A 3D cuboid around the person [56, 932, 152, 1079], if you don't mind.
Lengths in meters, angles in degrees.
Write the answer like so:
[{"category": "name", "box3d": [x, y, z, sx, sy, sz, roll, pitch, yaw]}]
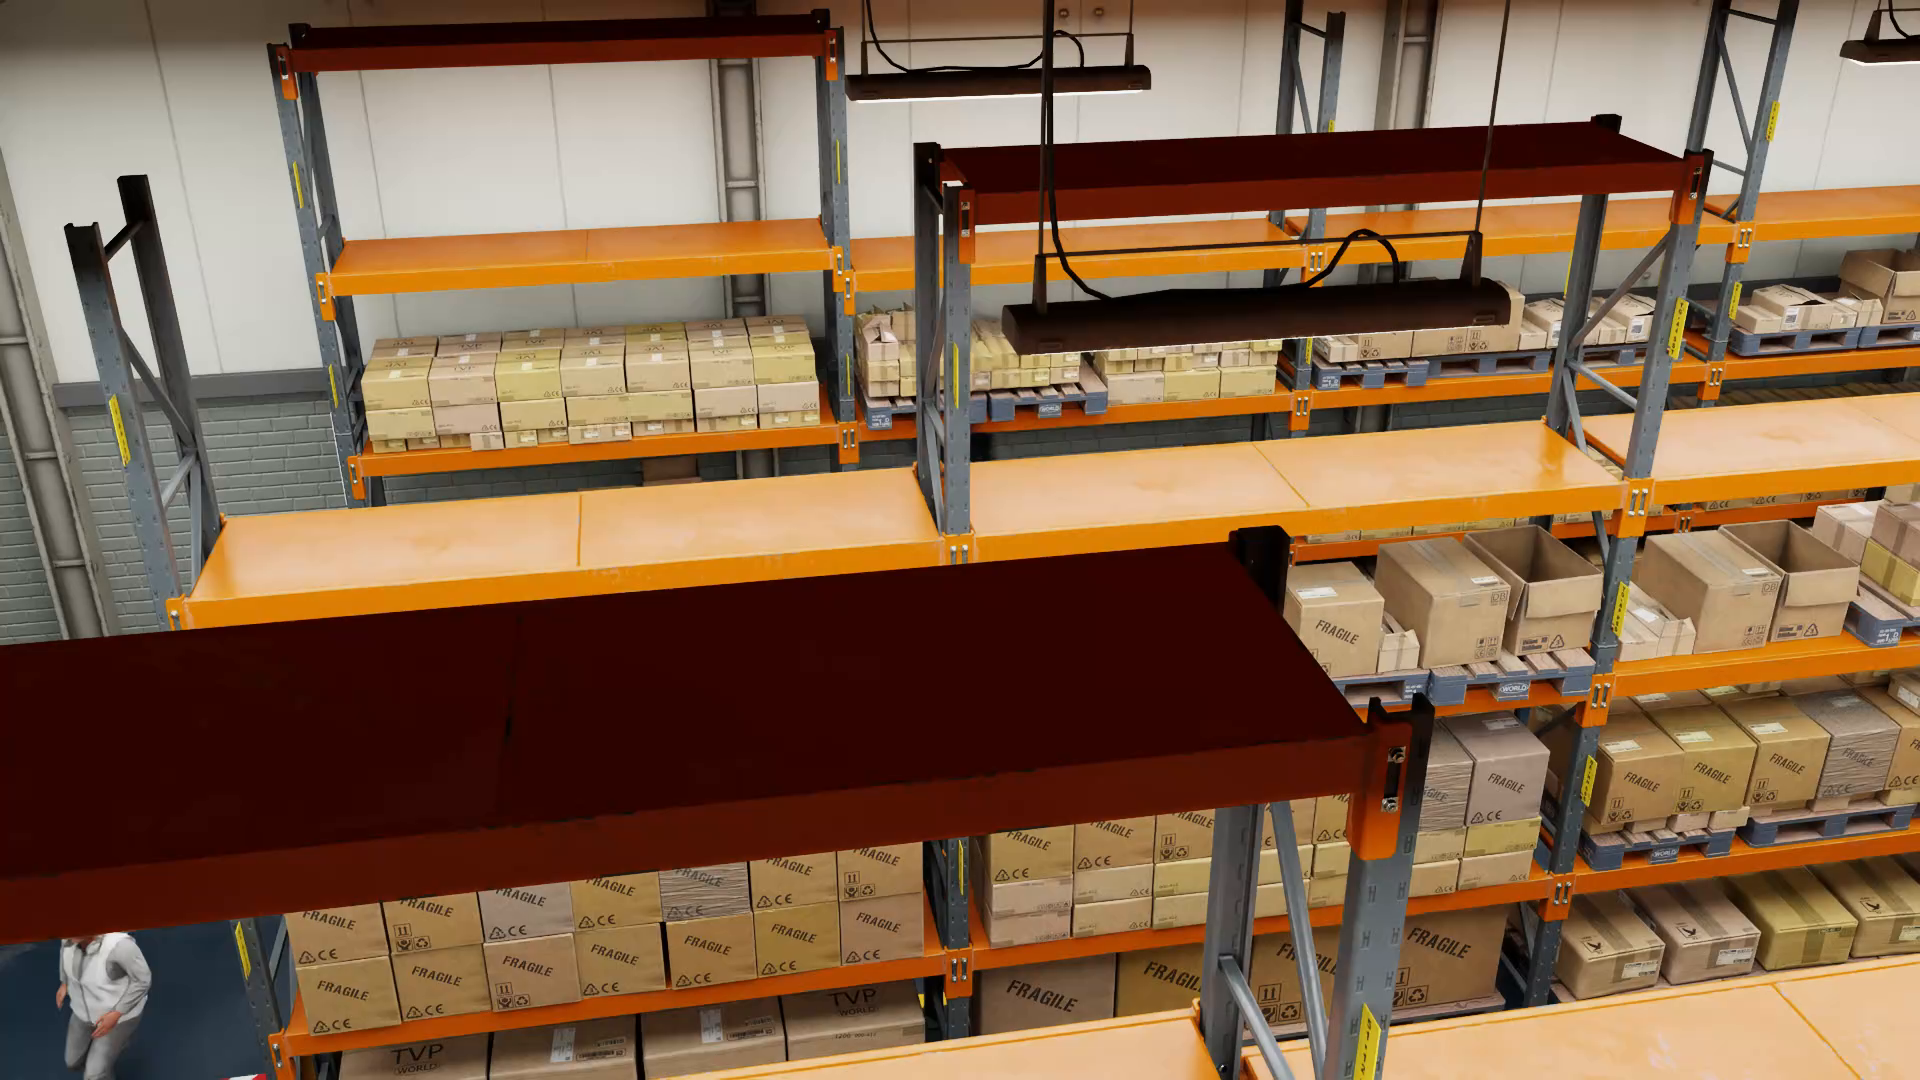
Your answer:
[{"category": "person", "box3d": [-5.358, 2.881, 10.376, 0.809, 1.702, 0.660, 6, 26, 12]}]
